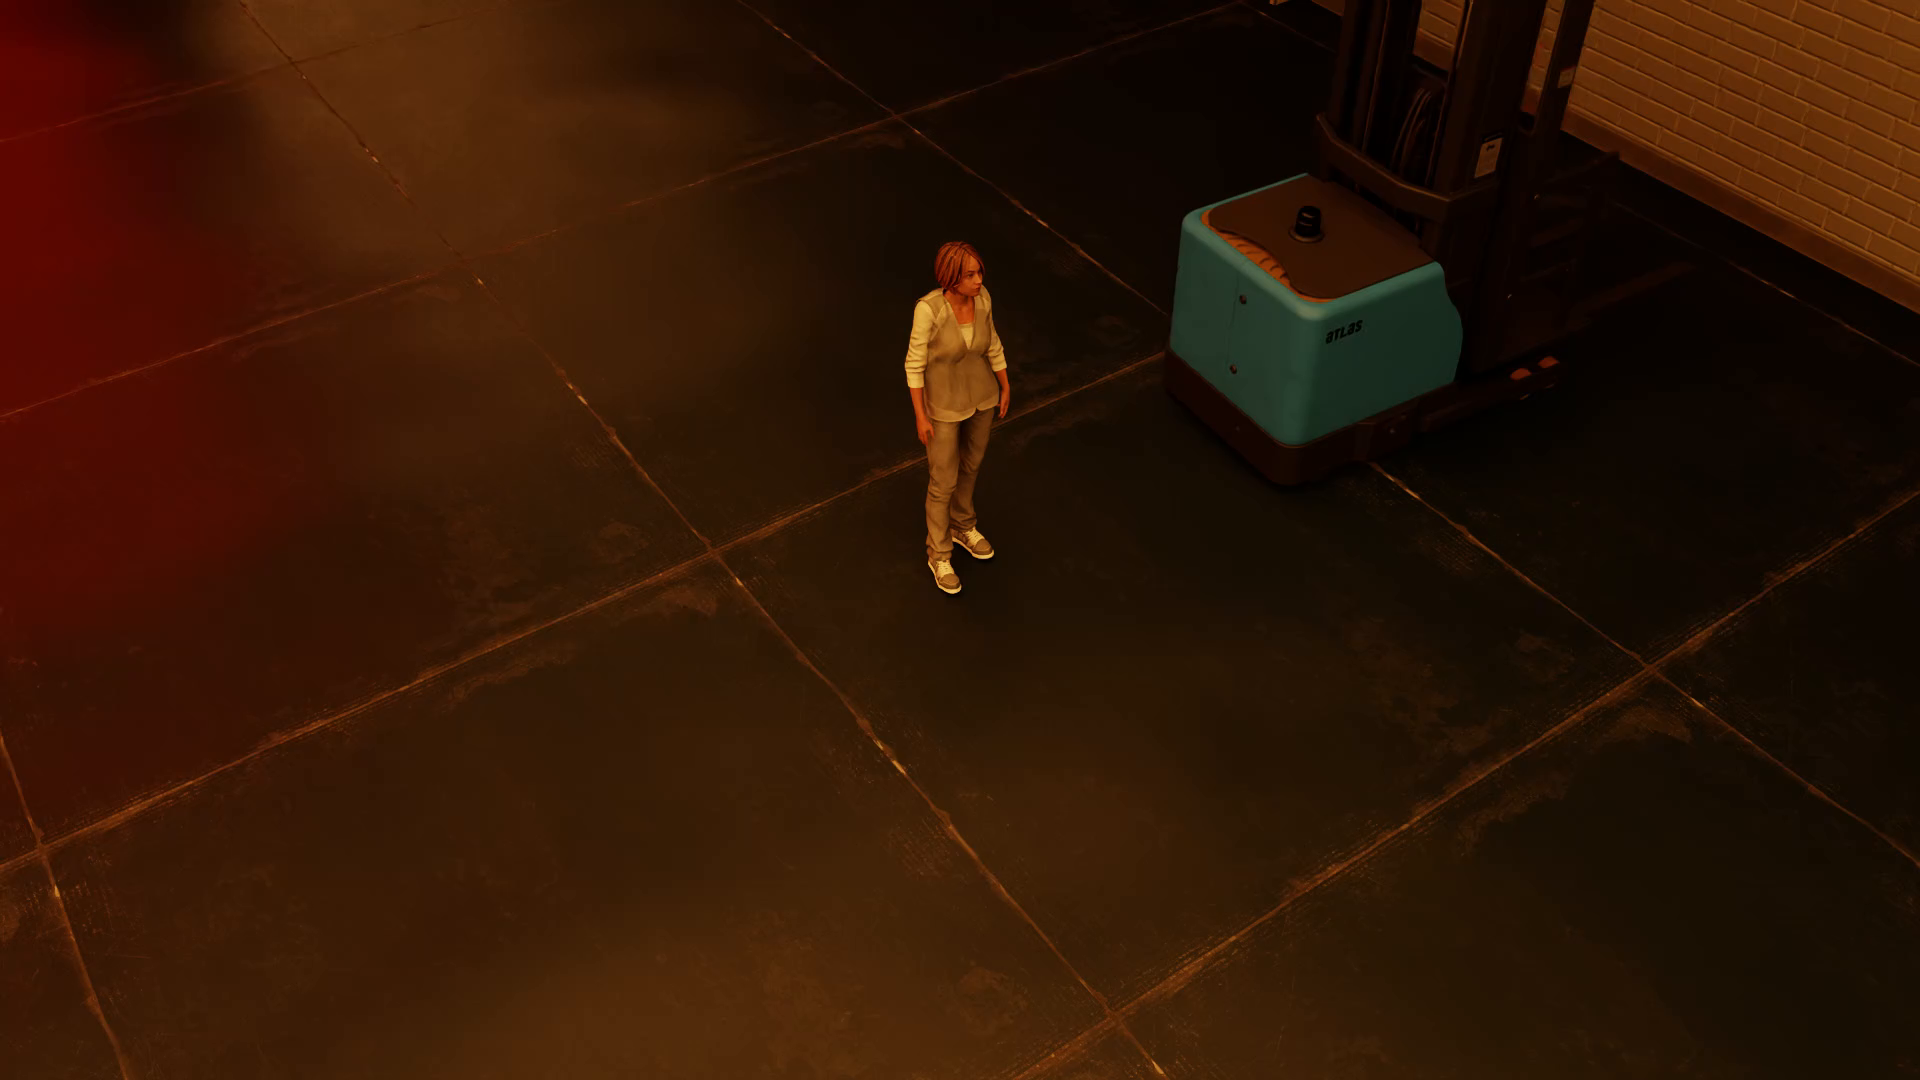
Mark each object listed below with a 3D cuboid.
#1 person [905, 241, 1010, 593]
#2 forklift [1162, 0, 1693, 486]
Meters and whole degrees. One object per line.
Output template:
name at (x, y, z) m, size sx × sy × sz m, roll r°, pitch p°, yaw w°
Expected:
person at (0.031, -0.546, 7.282) m, size 0.521 × 1.596 × 0.475 m, roll -25°, pitch 48°, yaw -25°
forklift at (2.584, -2.092, 7.986) m, size 3.031 × 2.935 × 1.130 m, roll -22°, pitch 47°, yaw -22°
